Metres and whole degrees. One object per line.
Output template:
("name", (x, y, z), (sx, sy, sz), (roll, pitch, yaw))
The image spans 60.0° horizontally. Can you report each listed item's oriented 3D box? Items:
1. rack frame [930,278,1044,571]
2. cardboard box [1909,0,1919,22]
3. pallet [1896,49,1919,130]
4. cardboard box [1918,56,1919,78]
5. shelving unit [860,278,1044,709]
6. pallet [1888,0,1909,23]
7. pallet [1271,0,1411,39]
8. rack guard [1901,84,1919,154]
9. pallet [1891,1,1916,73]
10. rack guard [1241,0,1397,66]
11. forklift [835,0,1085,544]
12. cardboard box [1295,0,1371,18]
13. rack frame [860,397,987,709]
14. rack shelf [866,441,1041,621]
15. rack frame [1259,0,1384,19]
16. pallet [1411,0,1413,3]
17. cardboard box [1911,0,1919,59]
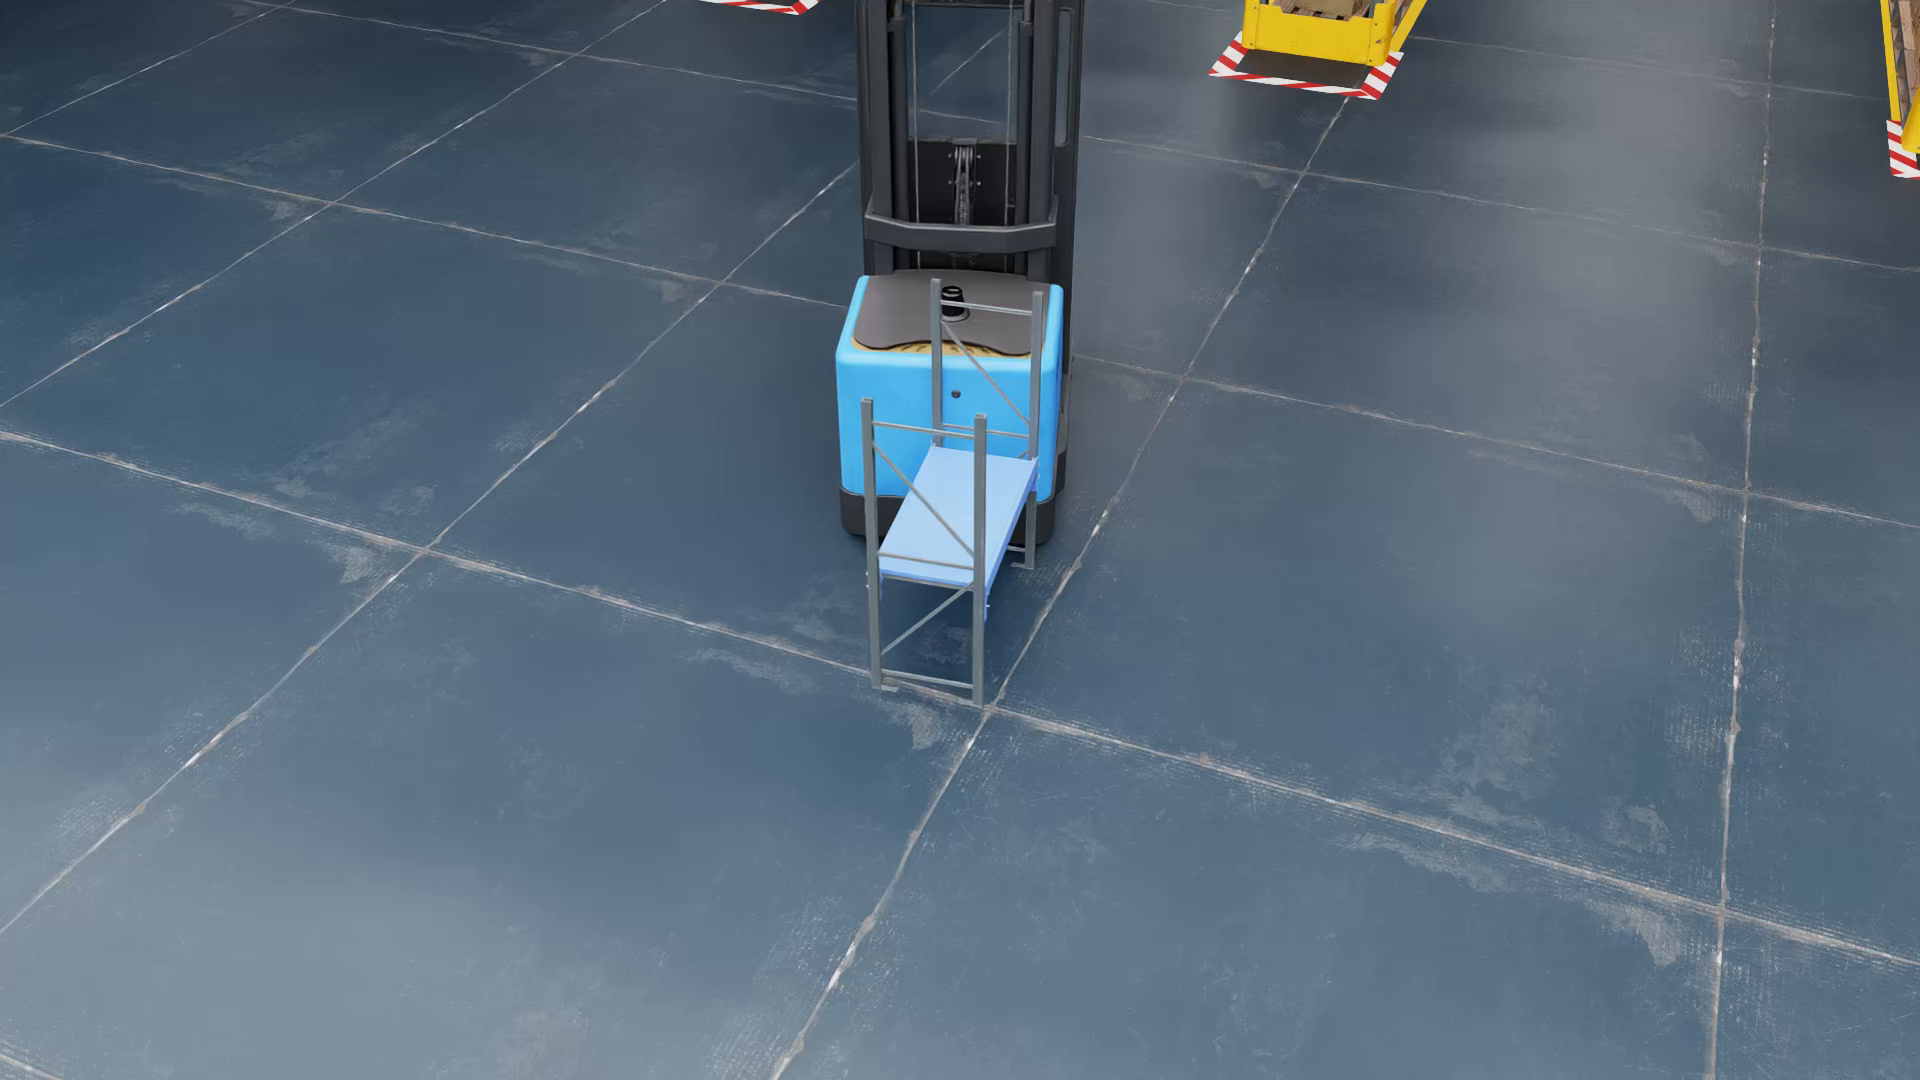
("rack frame", (0.116, -0.499, 7.665), (0.500, 1.500, 0.032), (9, 38, 12))
("cardboard box", (8.300, -4.686, 13.437), (0.875, 0.875, 0.875), (14, 39, 18))
("pallet", (7.654, -3.330, 12.528), (1.003, 0.211, 1.213), (14, 39, 18))
("cardboard box", (7.619, -3.694, 12.110), (0.875, 0.875, 0.875), (14, 39, 18))
("shelving unit", (-0.013, -0.204, 7.271), (0.538, 1.500, 1.048), (9, 38, 12))
("pallet", (8.582, -4.681, 14.336), (1.003, 0.211, 1.213), (14, 39, 18))
("pallet", (3.244, -4.539, 14.146), (1.003, 0.211, 1.213), (14, 39, 18))
("rack guard", (7.413, -2.972, 11.808), (1.175, 0.500, 0.348), (14, 39, 18))
("pallet", (8.120, -4.003, 13.429), (1.003, 0.211, 1.213), (14, 39, 18))
("rack guard", (2.902, -4.213, 13.469), (1.175, 0.500, 0.348), (14, 39, 18))
("forklift", (0.067, -2.020, 8.504), (1.130, 2.935, 3.031), (3, 37, 4))
("cardboard box", (3.127, -4.681, 13.744), (0.500, 0.500, 0.500), (21, 42, 26))
("rack frame", (-0.142, 0.090, 6.877), (0.500, 1.500, 0.032), (9, 38, 12))
("rack shelf", (-0.013, -0.060, 7.379), (0.538, 0.185, 1.000), (9, 38, 12))
("rack frame", (2.873, -5.172, 12.664), (1.000, 3.000, 0.127), (14, 39, 18))
("pallet", (3.710, -5.212, 15.047), (1.003, 0.211, 1.213), (14, 39, 18))
("cardboard box", (7.952, -4.181, 12.763), (0.875, 0.875, 0.875), (13, 39, 17))
